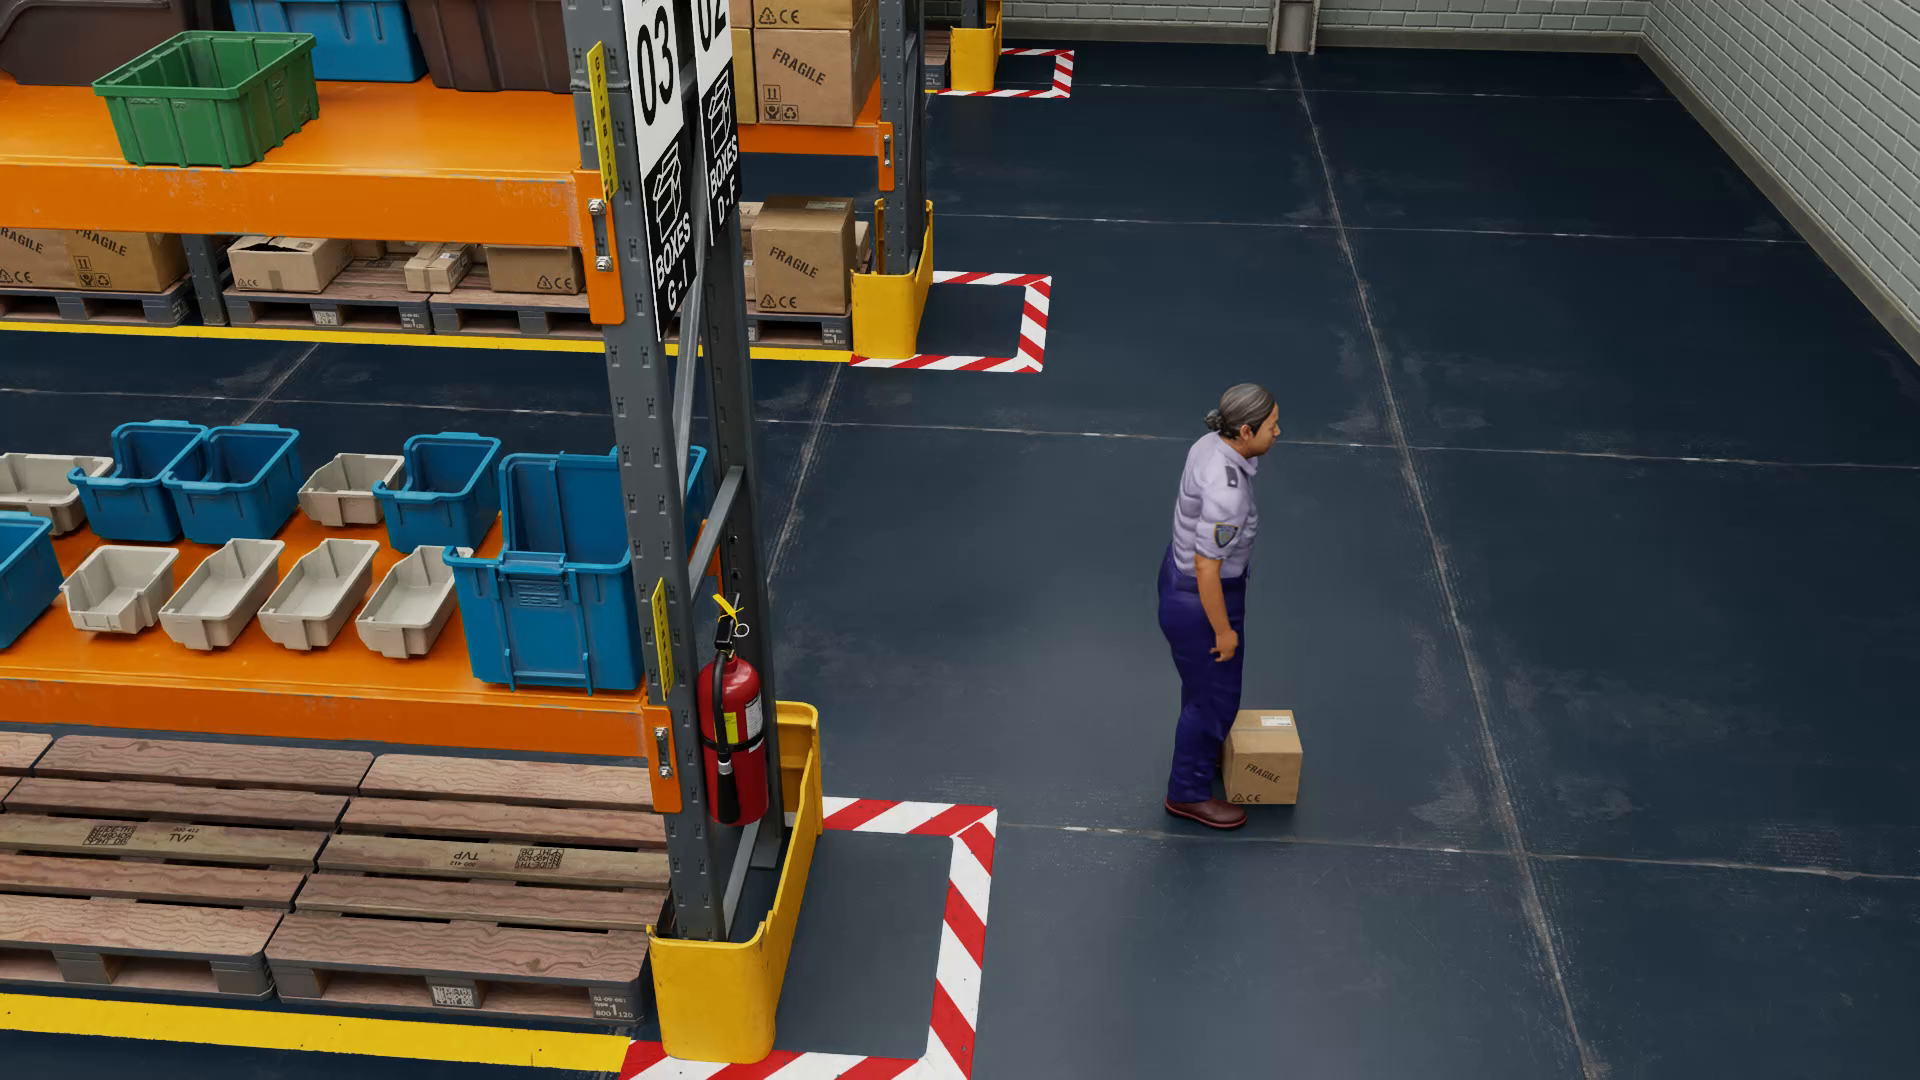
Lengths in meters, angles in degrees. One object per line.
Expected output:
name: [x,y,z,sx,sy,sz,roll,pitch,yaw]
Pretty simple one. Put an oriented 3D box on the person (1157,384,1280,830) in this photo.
person: [0.900,0.207,5.814,0.413,1.652,0.538,3,32,4]
